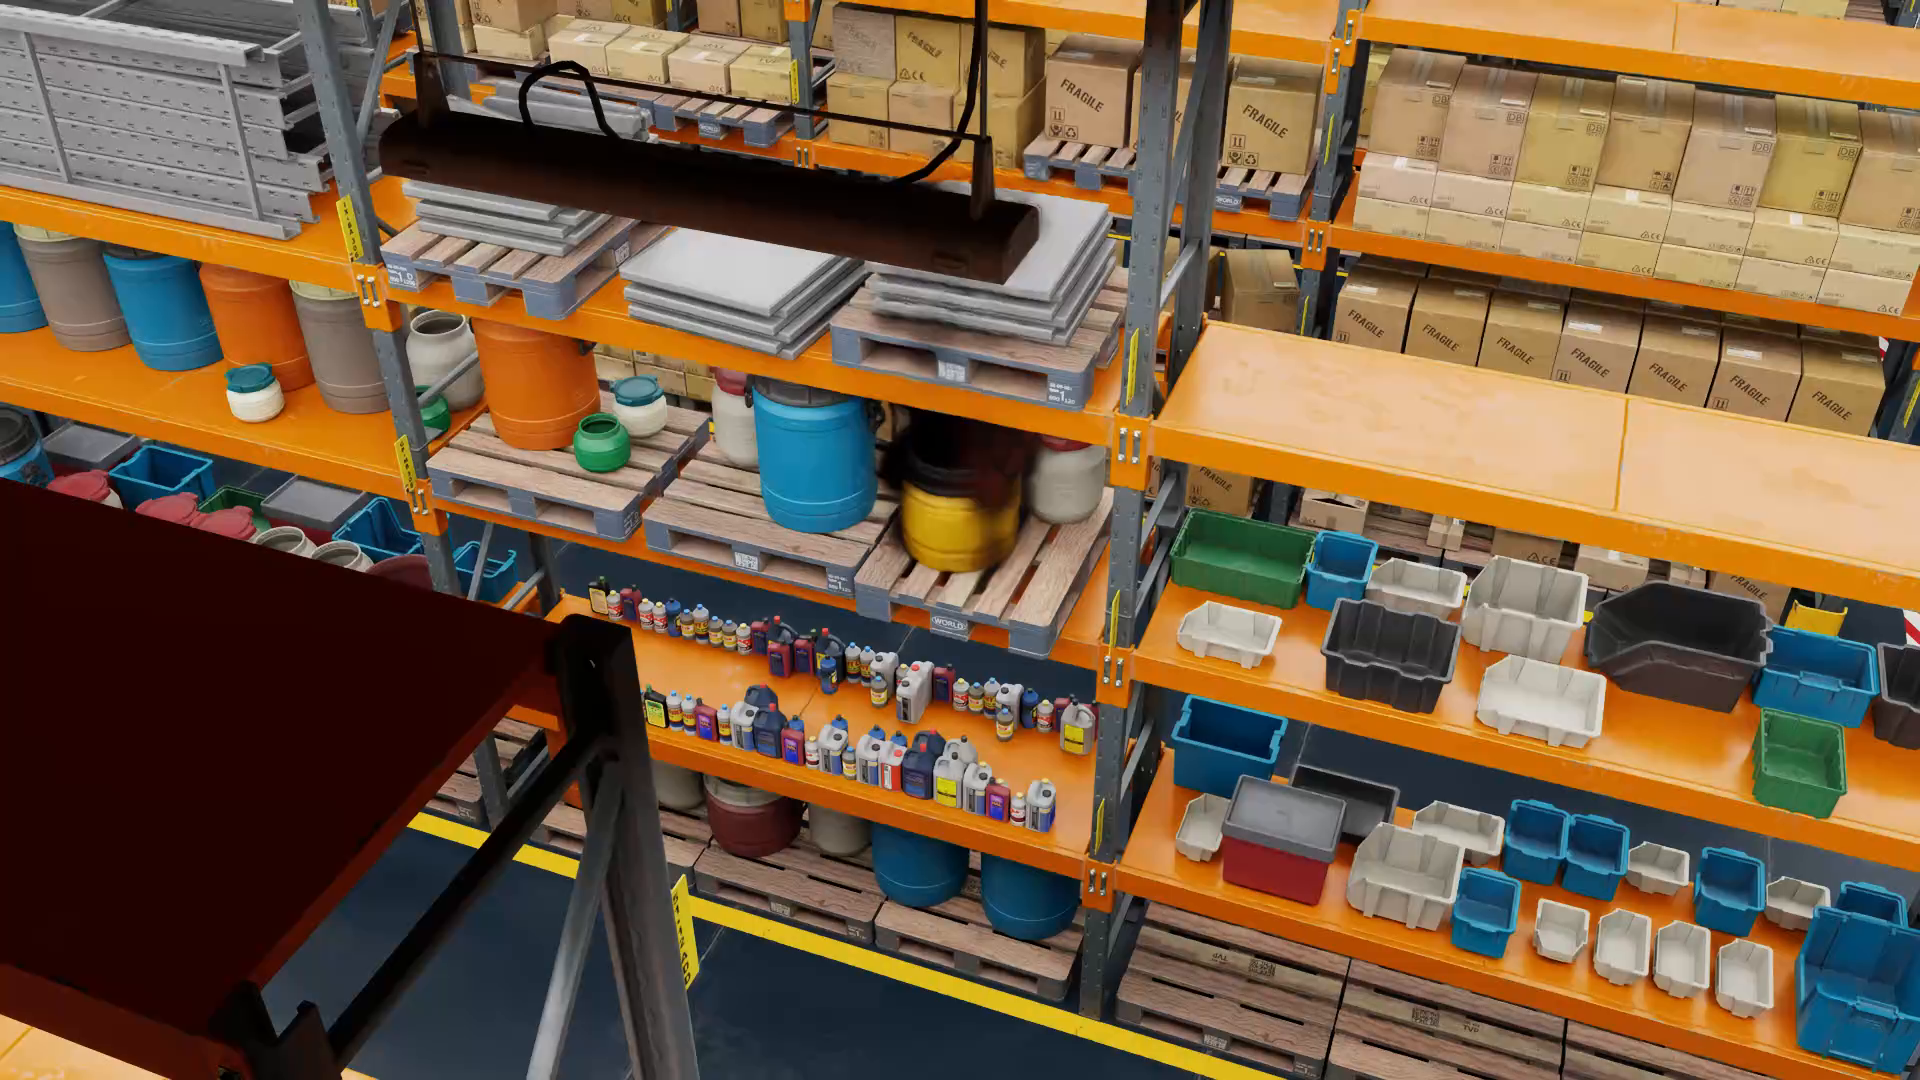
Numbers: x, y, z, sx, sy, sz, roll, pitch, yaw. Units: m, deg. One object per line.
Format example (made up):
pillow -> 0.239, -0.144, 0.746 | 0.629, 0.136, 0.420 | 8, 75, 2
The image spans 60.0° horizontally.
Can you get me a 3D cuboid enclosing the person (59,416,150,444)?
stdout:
person -> -7.413, -1.397, 13.902 | 0.979, 1.709, 0.544 | 6, 37, 8
